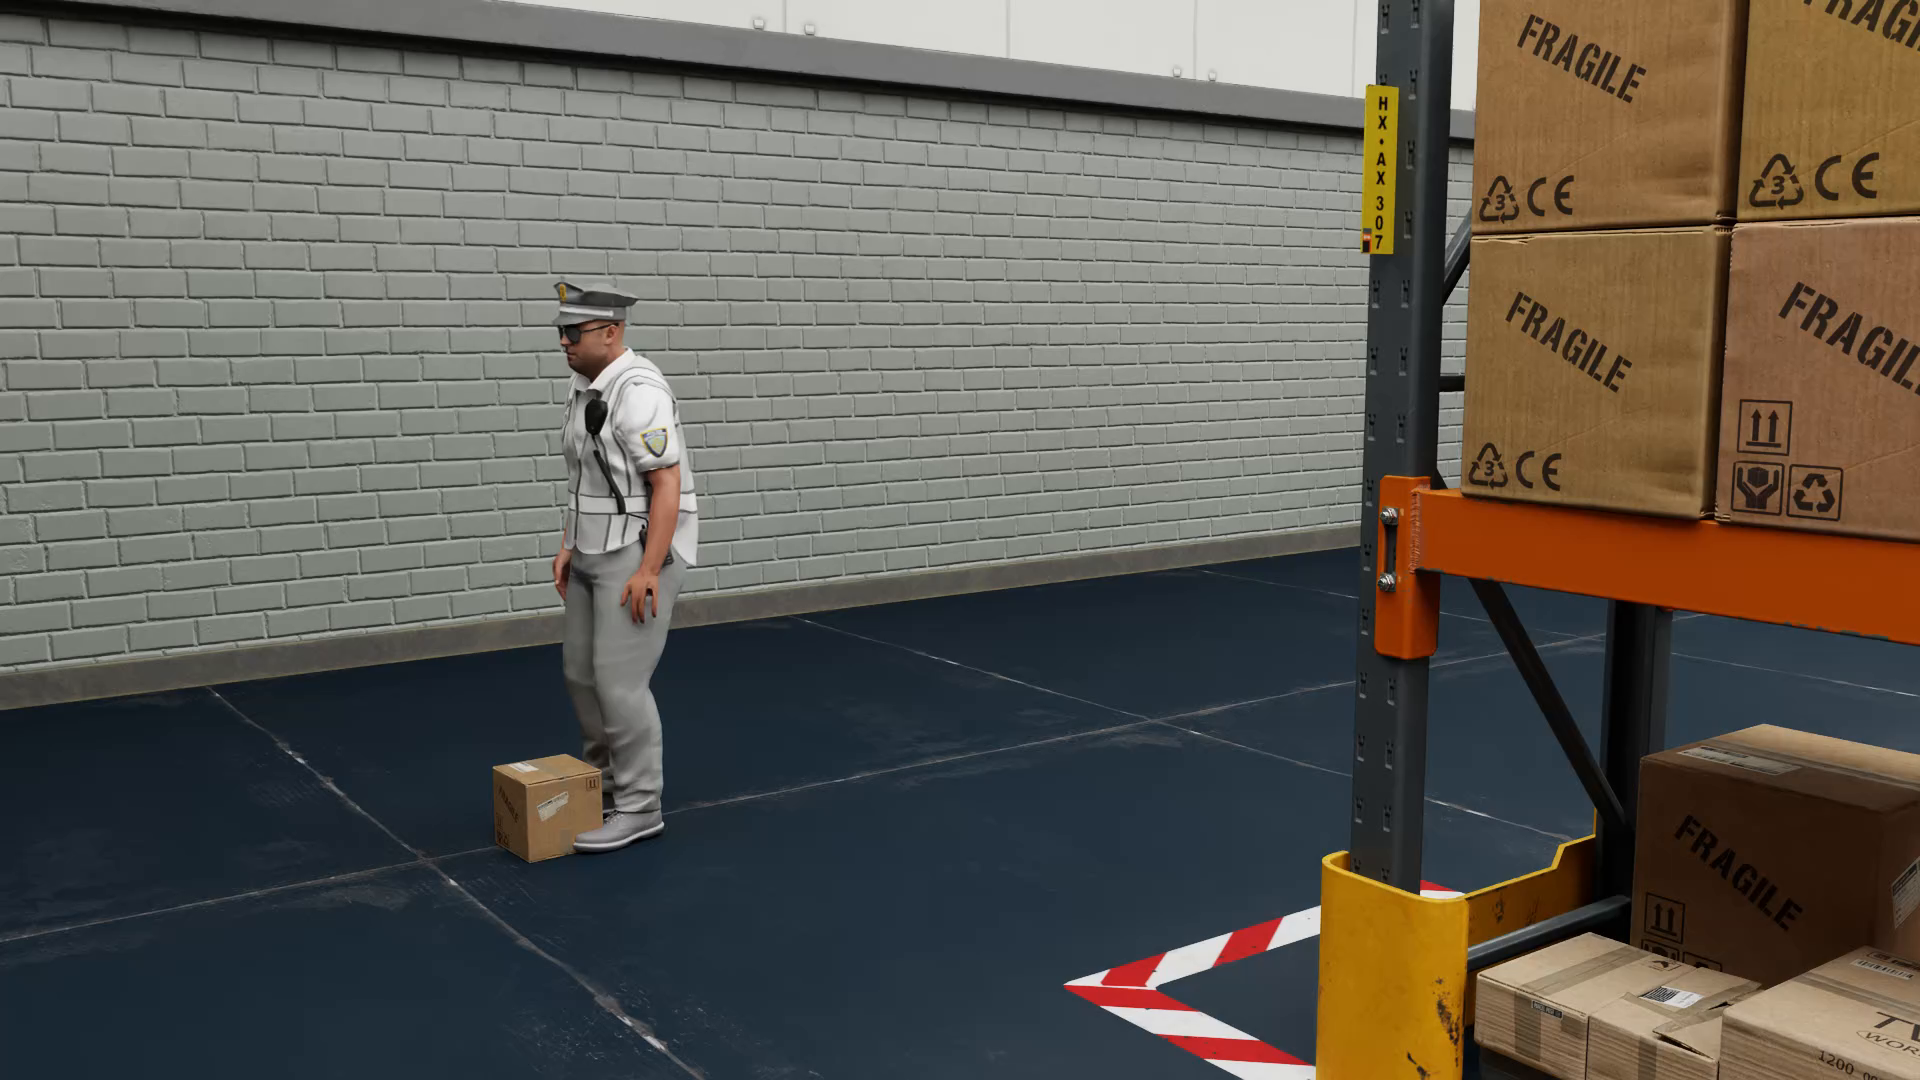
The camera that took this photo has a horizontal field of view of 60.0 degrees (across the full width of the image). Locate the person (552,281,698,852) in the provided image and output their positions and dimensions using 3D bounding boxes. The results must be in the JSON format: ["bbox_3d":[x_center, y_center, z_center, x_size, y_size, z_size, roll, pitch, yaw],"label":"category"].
[{"bbox_3d":[-1.086,0.070,5.251,0.469,1.749,0.602,-6,10,-38],"label":"person"}]
